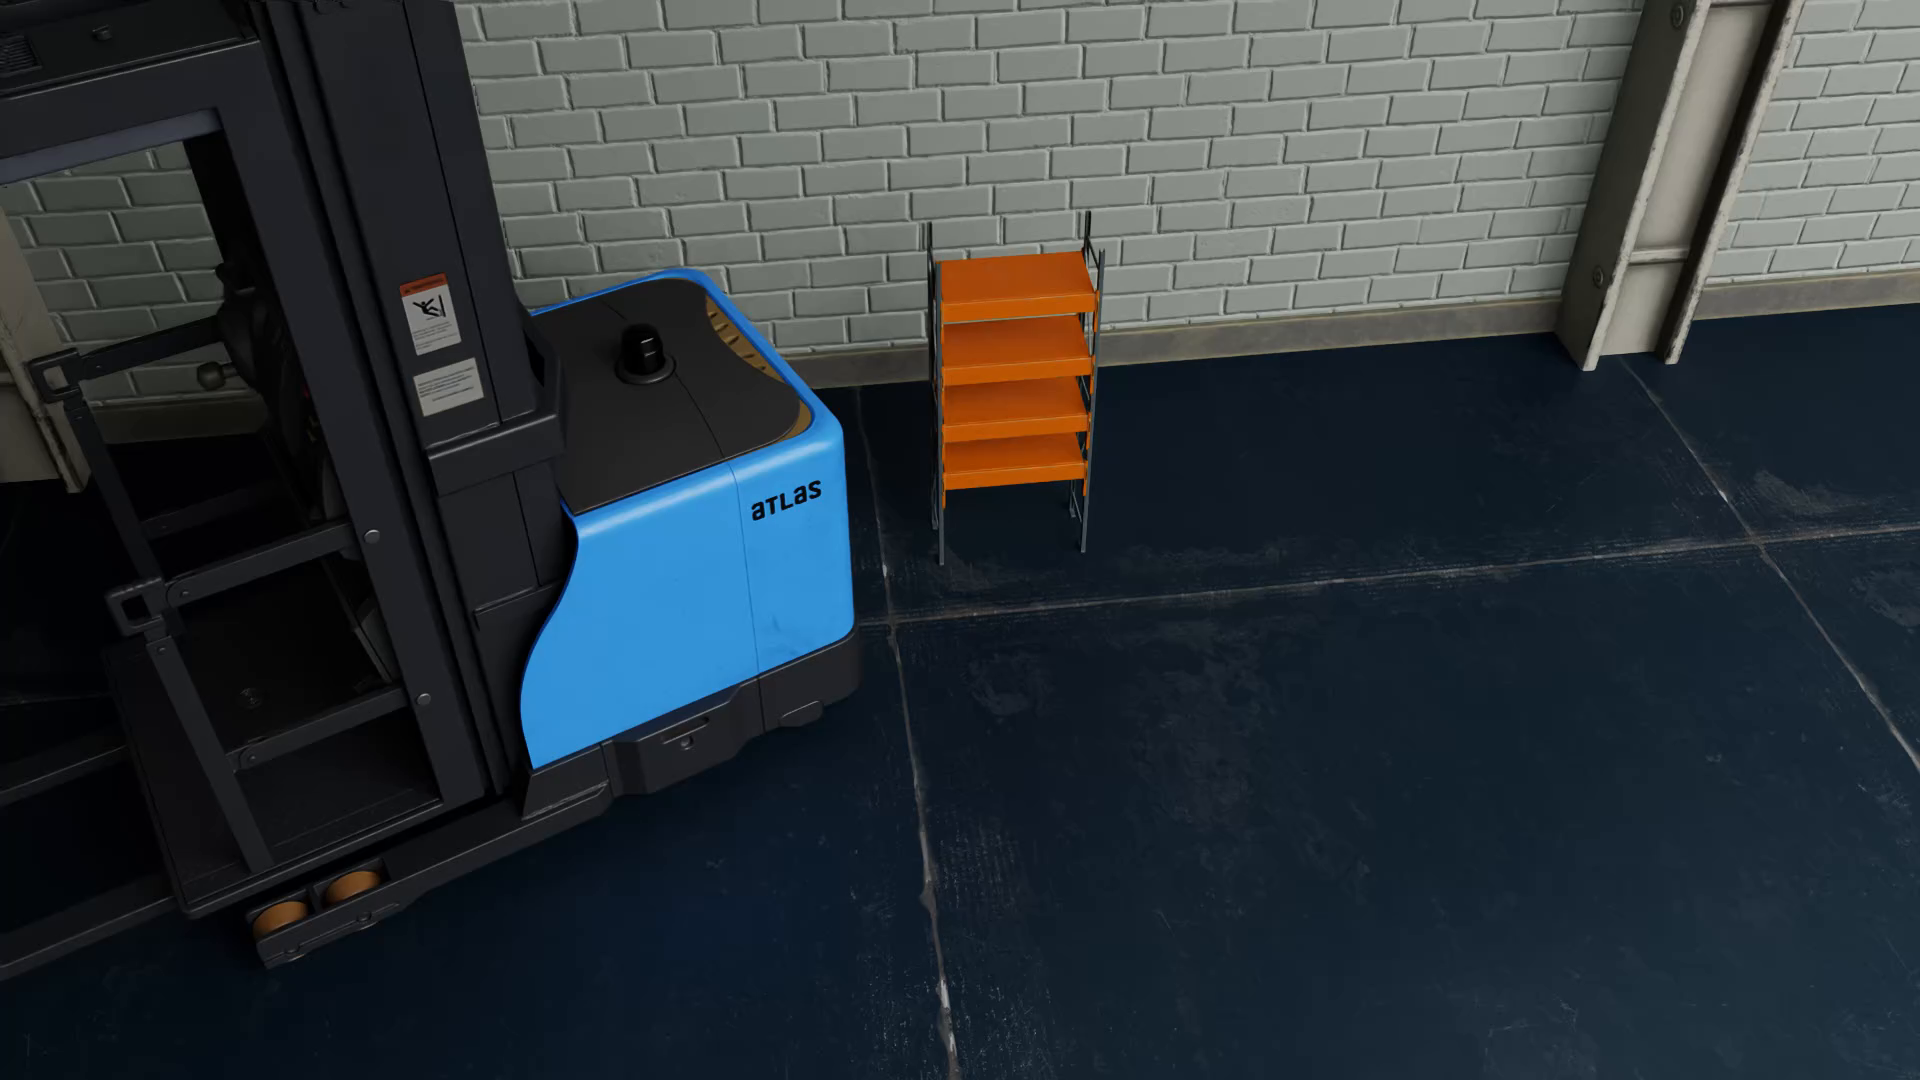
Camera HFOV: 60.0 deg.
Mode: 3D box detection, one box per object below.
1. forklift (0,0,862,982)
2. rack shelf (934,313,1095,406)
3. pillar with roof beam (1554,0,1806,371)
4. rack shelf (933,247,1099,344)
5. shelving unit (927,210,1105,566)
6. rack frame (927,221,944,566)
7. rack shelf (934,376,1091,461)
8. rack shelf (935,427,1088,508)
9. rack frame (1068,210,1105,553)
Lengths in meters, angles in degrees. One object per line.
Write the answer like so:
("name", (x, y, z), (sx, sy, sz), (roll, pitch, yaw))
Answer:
("forklift", (-1.830, -0.358, 3.959), (3.031, 2.935, 1.130), (-22, 47, -23))
("rack shelf", (0.164, -0.576, 5.259), (0.480, 0.148, 0.258), (-5, 42, -6))
("pillar with roof beam", (3.158, -1.260, 0.429), (0.400, 9.000, 9.100), (-5, 42, -6))
("rack shelf", (0.164, -0.752, 5.101), (0.480, 0.148, 0.258), (-5, 42, -6))
("shelving unit", (0.164, -0.460, 5.364), (0.503, 1.200, 0.258), (-5, 42, -6))
("rack frame", (-0.078, -0.439, 5.341), (0.015, 1.200, 0.240), (-5, 42, -6))
("rack shelf", (0.164, -0.410, 5.409), (0.480, 0.148, 0.258), (-5, 42, -6))
("rack shelf", (0.164, -0.262, 5.542), (0.480, 0.148, 0.258), (-5, 42, -6))
("rack frame", (0.406, -0.481, 5.388), (0.015, 1.200, 0.240), (-5, 42, -6))
